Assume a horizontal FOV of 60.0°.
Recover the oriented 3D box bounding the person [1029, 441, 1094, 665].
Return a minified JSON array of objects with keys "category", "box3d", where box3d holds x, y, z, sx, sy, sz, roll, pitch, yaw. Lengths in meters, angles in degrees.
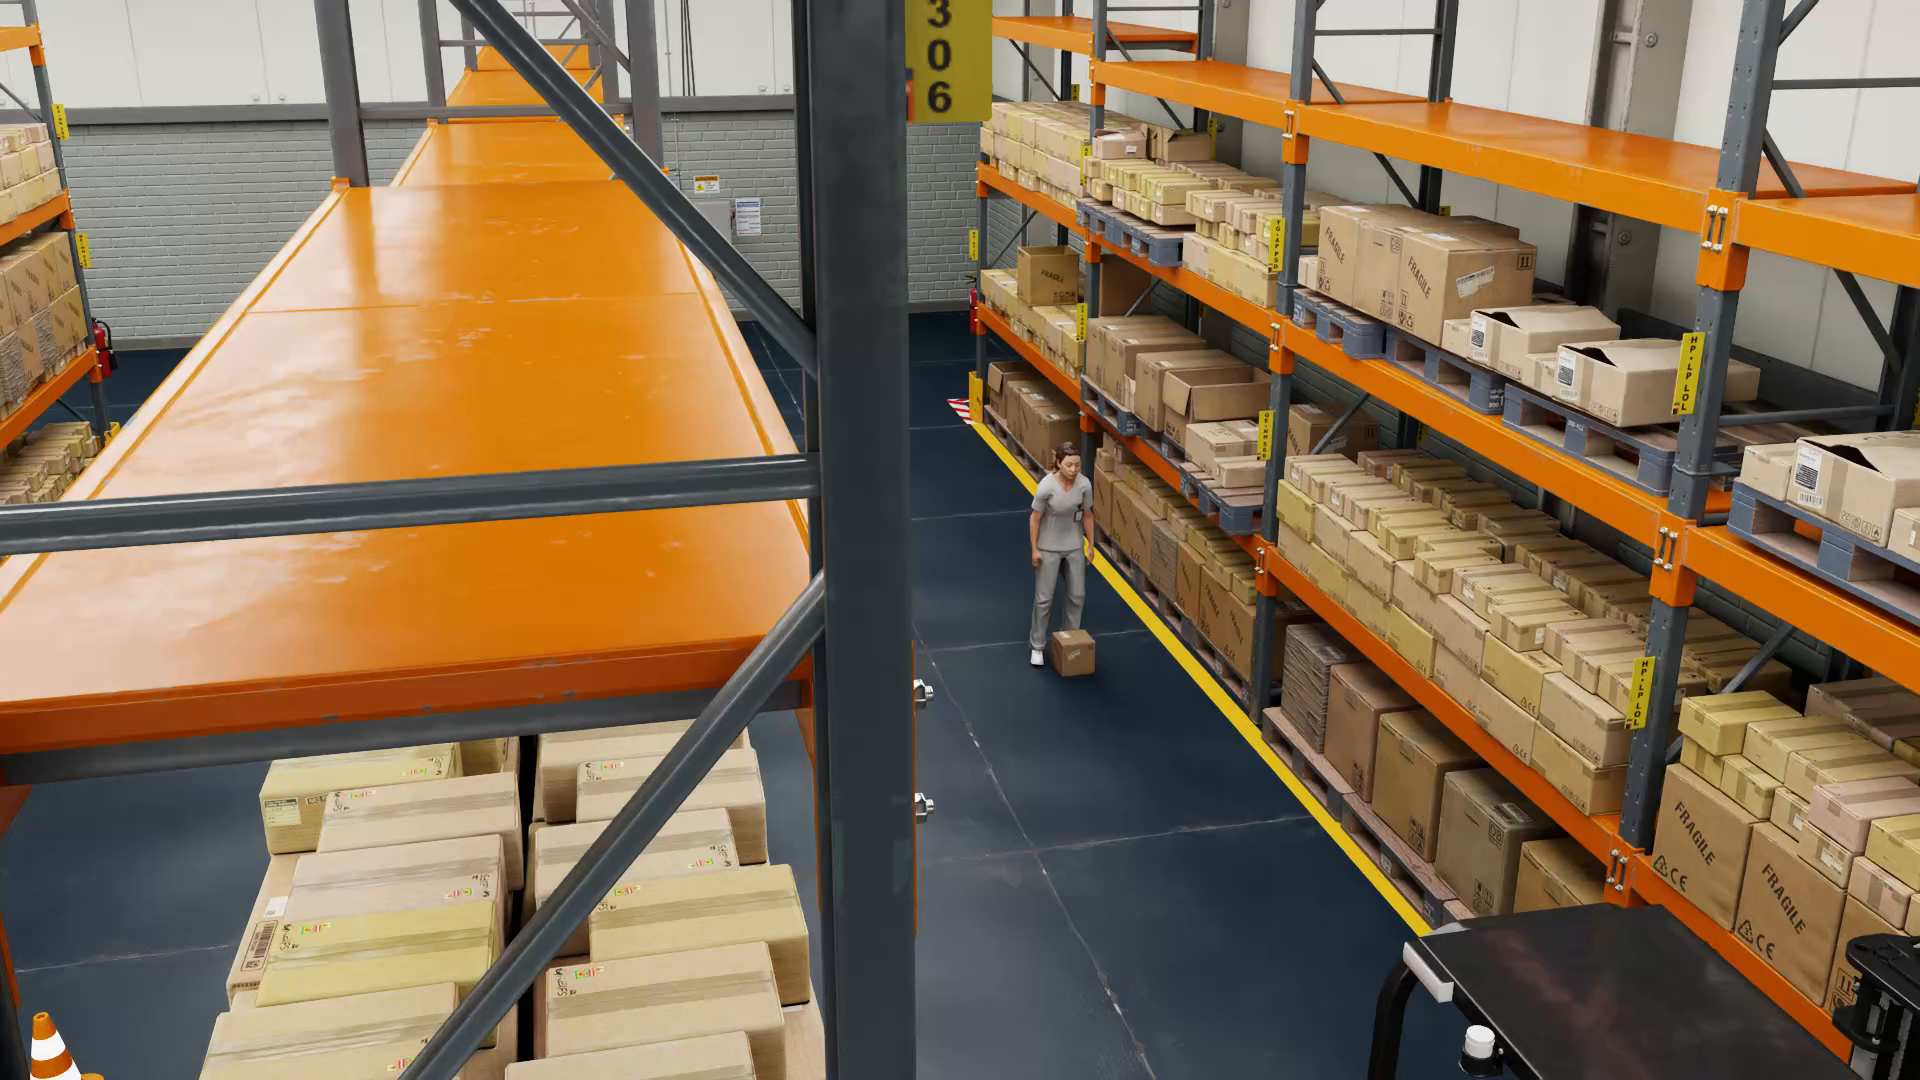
[{"category":"person","box3d":[0.741,0.076,12.141,0.504,1.673,0.352,-5,20,-14]}]
